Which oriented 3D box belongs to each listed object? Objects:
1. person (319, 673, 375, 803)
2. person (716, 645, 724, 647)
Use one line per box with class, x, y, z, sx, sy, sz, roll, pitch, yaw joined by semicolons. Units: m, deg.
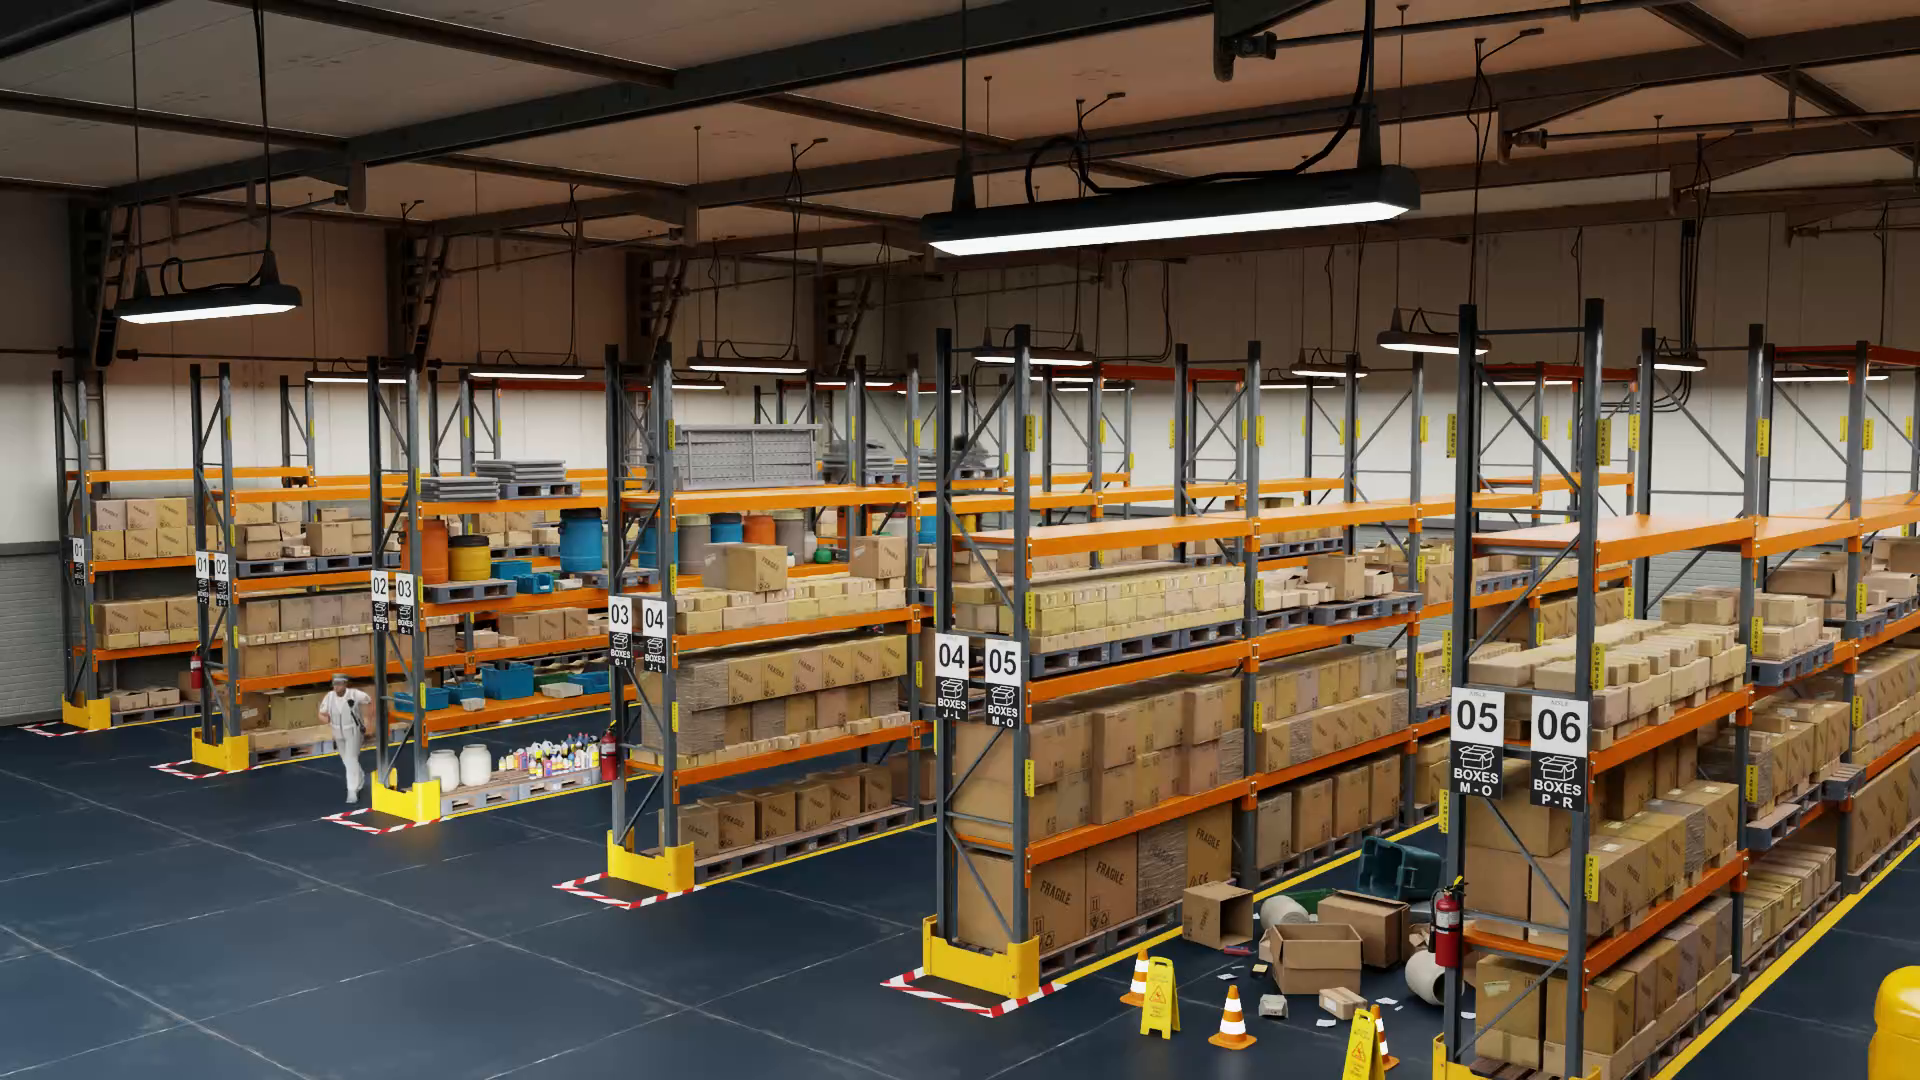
person;-8.385;2.667;22.753;0.669;1.772;0.941;0;4;7
person;-3.984;2.286;28.018;0.939;1.616;0.565;-2;5;-31
